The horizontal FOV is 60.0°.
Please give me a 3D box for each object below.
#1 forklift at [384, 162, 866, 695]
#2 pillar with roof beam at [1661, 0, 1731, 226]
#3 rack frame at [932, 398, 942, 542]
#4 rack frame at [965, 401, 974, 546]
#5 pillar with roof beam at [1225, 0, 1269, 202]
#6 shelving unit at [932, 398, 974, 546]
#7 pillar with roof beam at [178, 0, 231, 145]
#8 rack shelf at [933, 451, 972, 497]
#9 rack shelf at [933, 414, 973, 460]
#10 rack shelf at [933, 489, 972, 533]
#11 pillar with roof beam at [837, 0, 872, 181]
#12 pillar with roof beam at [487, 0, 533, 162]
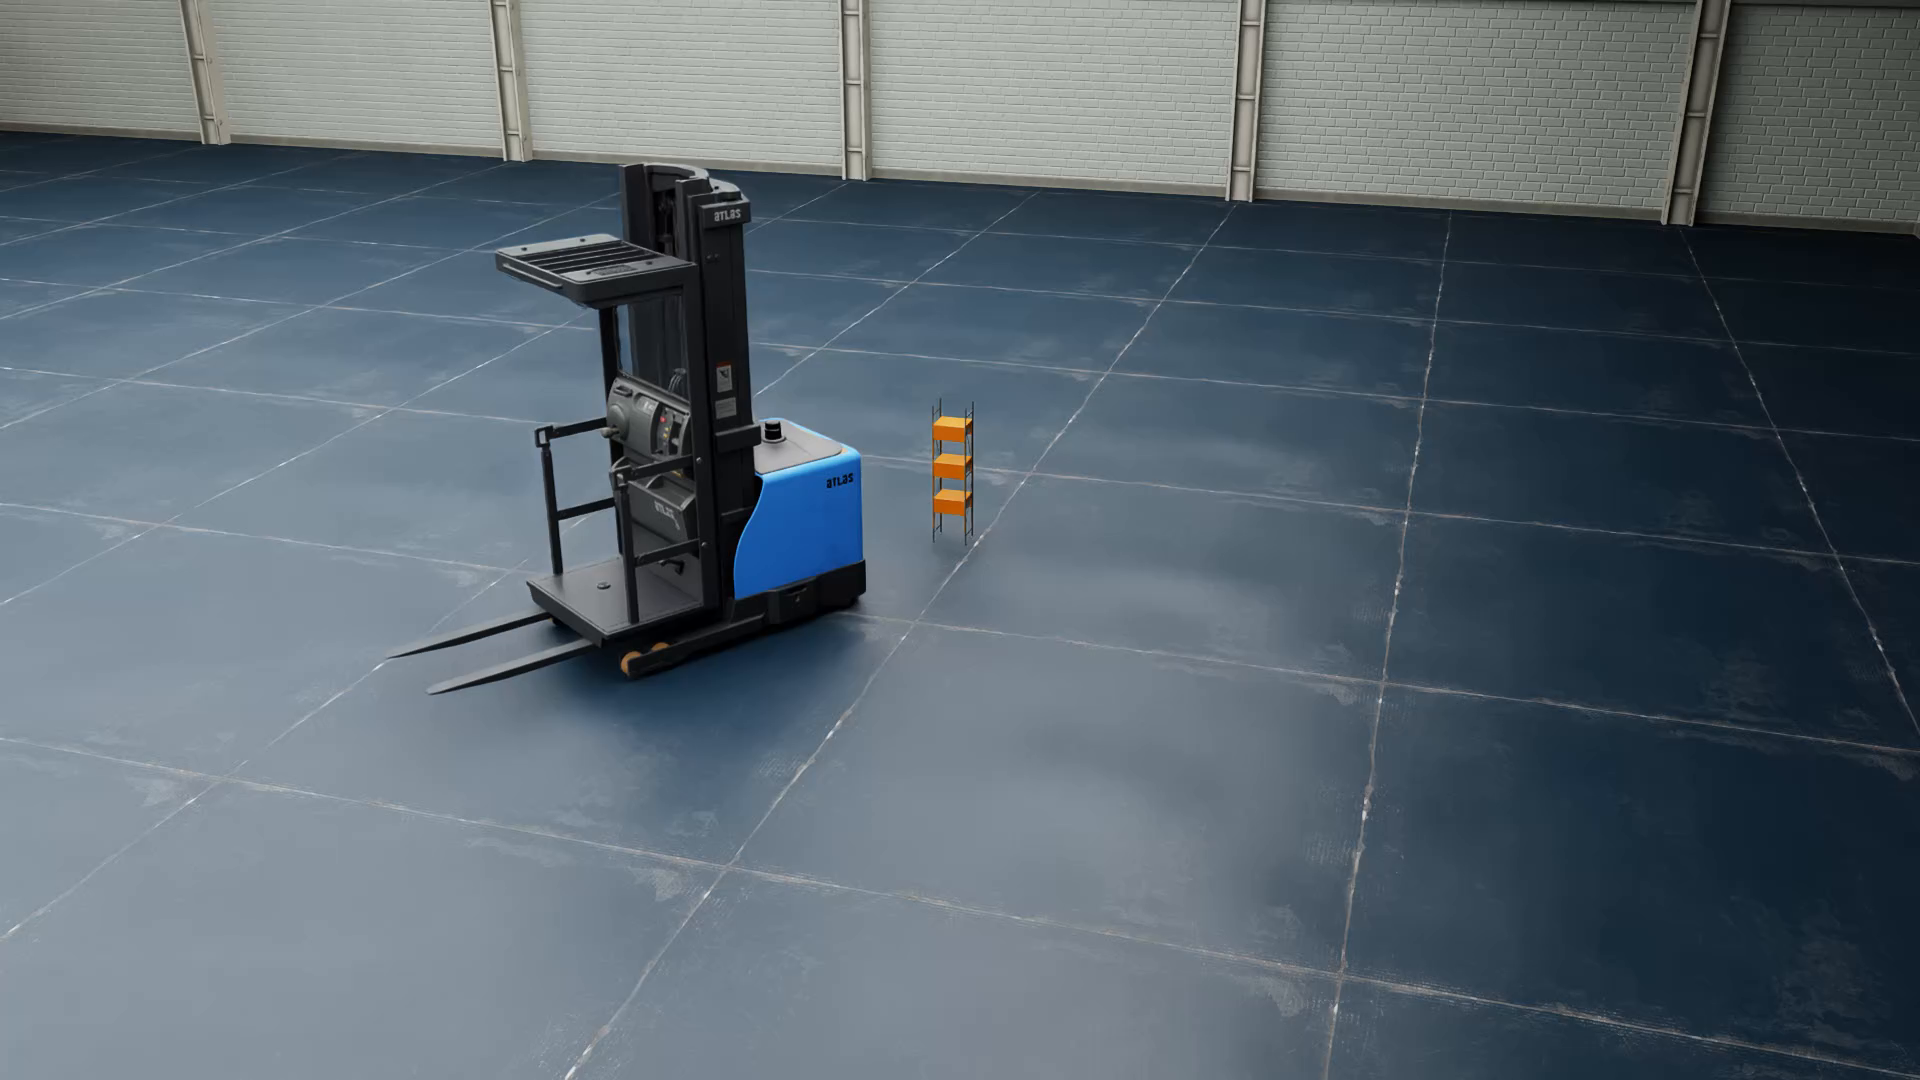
[{"bbox_3d":[-2.091,-0.730,10.187,3.031,2.935,1.130,-17,28,-36],"label":"forklift"},{"bbox_3d":[8.634,-6.965,17.393,0.400,9.000,9.100,7,23,16],"label":"pillar with roof beam"},{"bbox_3d":[-0.168,-0.505,12.118,0.008,1.050,0.200,7,23,16],"label":"rack frame"},{"bbox_3d":[0.066,-0.478,12.052,0.008,1.050,0.200,7,23,16],"label":"rack frame"},{"bbox_3d":[2.890,-7.623,18.997,0.400,9.000,9.100,7,23,16],"label":"pillar with roof beam"},{"bbox_3d":[-0.051,-0.492,12.085,0.252,1.050,0.215,7,23,16],"label":"shelving unit"},{"bbox_3d":[-14.343,-9.596,23.807,0.400,9.000,9.100,7,23,16],"label":"pillar with roof beam"},{"bbox_3d":[-0.051,-0.482,12.089,0.240,0.259,0.215,7,23,16],"label":"rack shelf"},{"bbox_3d":[-0.051,-0.744,11.981,0.240,0.259,0.215,7,23,16],"label":"rack shelf"},{"bbox_3d":[-0.051,-0.225,12.195,0.240,0.259,0.215,7,23,16],"label":"rack shelf"},{"bbox_3d":[-2.855,-8.281,20.600,0.400,9.000,9.100,7,23,16],"label":"pillar with roof beam"},{"bbox_3d":[-8.599,-8.939,22.204,0.400,9.000,9.100,7,23,16],"label":"pillar with roof beam"}]
